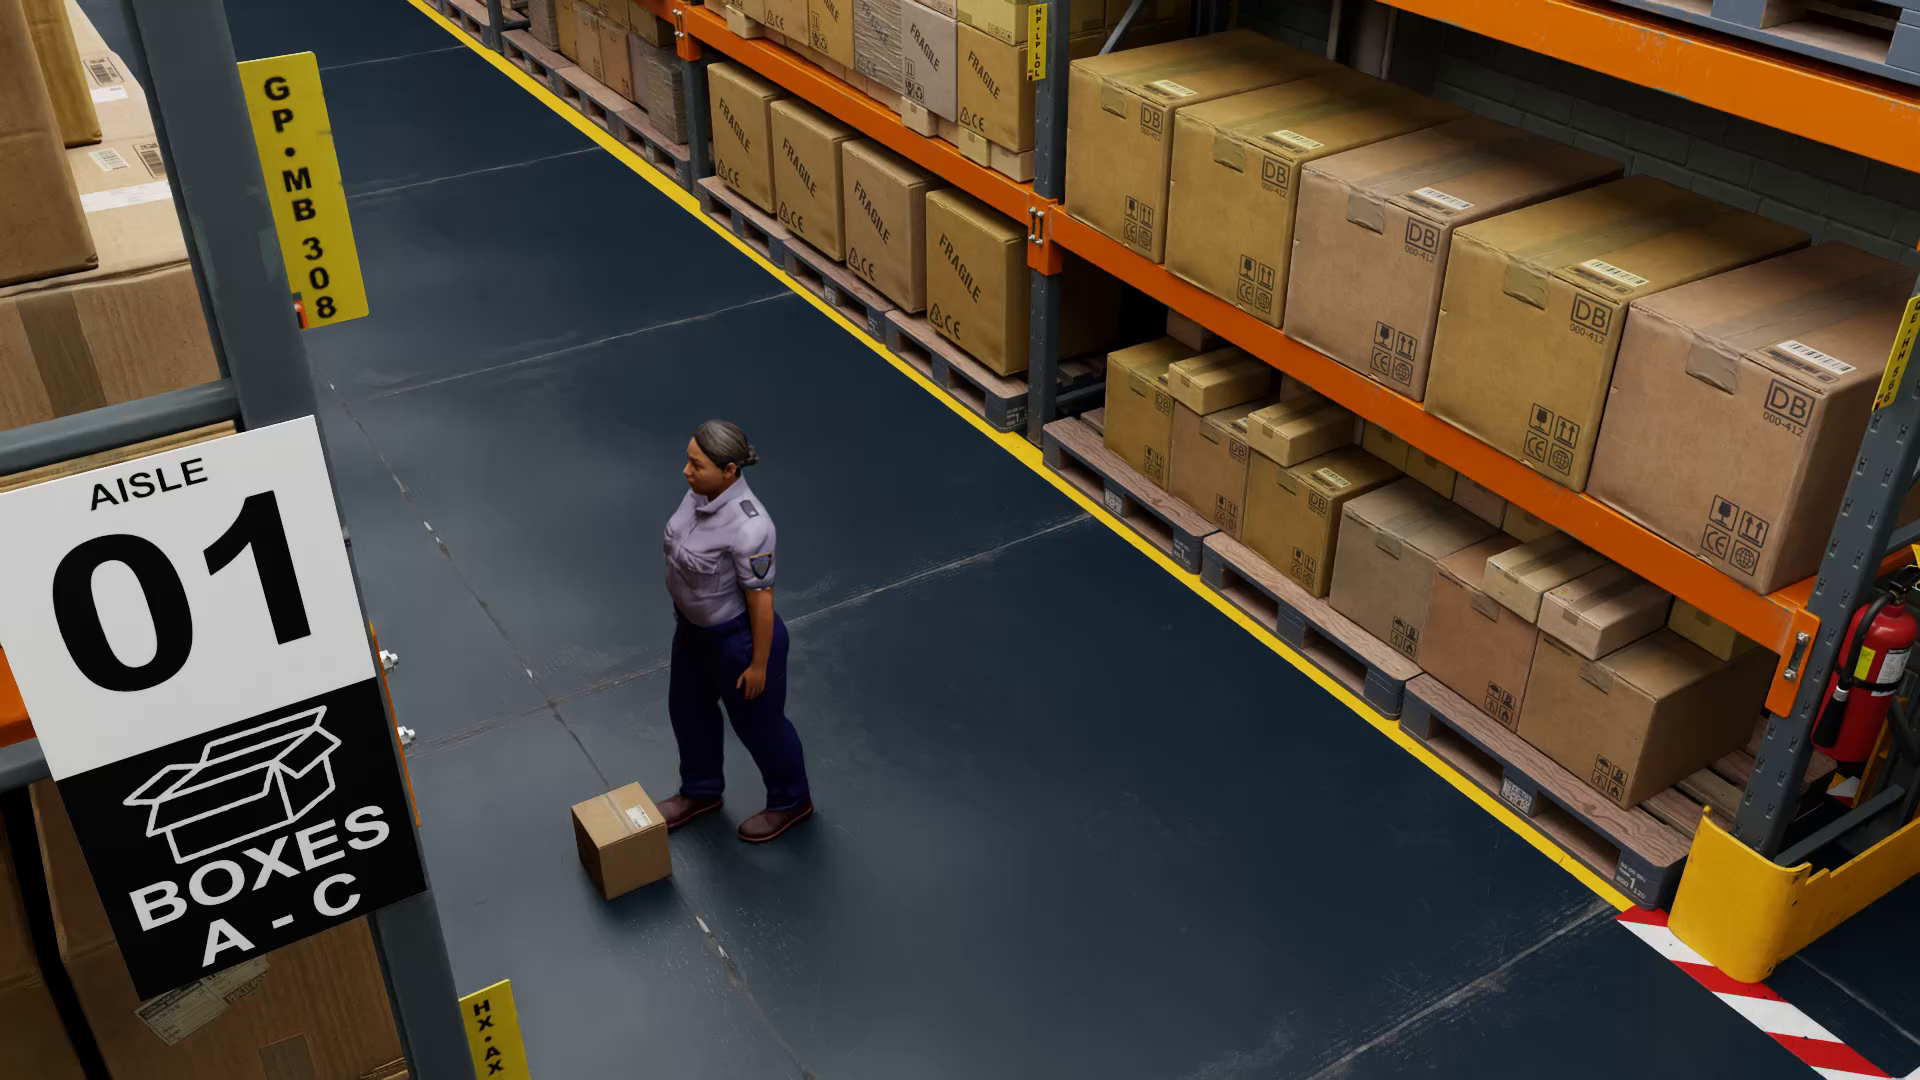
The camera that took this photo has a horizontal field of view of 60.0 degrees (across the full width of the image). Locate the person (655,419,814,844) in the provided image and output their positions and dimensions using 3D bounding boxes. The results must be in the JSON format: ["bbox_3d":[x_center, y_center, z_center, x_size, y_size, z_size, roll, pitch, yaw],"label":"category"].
[{"bbox_3d":[-0.829,0.362,5.638,0.561,1.599,0.477,-19,37,-26],"label":"person"}]
